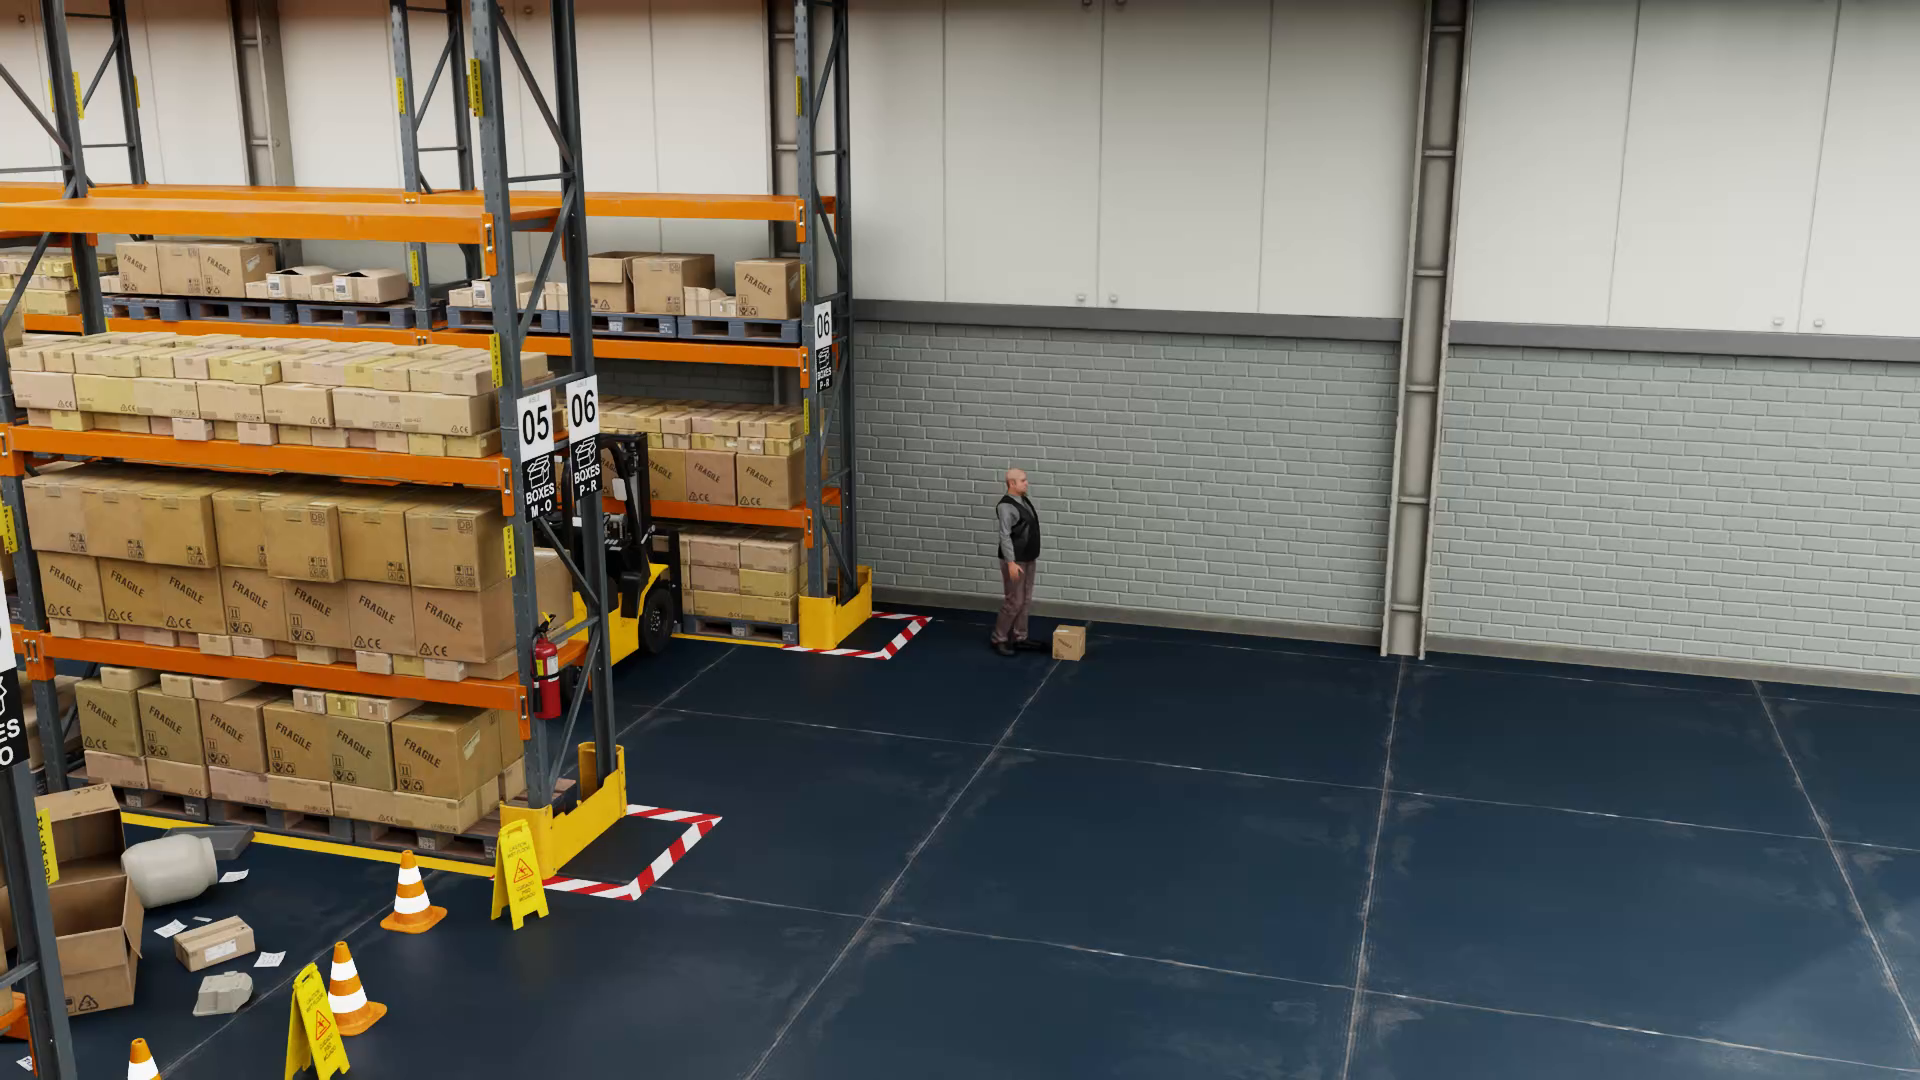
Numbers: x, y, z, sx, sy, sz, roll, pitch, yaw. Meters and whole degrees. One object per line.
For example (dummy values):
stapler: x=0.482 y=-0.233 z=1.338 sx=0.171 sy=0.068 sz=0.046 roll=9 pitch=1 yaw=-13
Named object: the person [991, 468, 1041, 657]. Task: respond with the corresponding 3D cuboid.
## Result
person: x=0.529 y=0.188 z=15.307 sx=0.412 sy=1.719 sz=0.561 roll=6 pitch=16 yaw=21
